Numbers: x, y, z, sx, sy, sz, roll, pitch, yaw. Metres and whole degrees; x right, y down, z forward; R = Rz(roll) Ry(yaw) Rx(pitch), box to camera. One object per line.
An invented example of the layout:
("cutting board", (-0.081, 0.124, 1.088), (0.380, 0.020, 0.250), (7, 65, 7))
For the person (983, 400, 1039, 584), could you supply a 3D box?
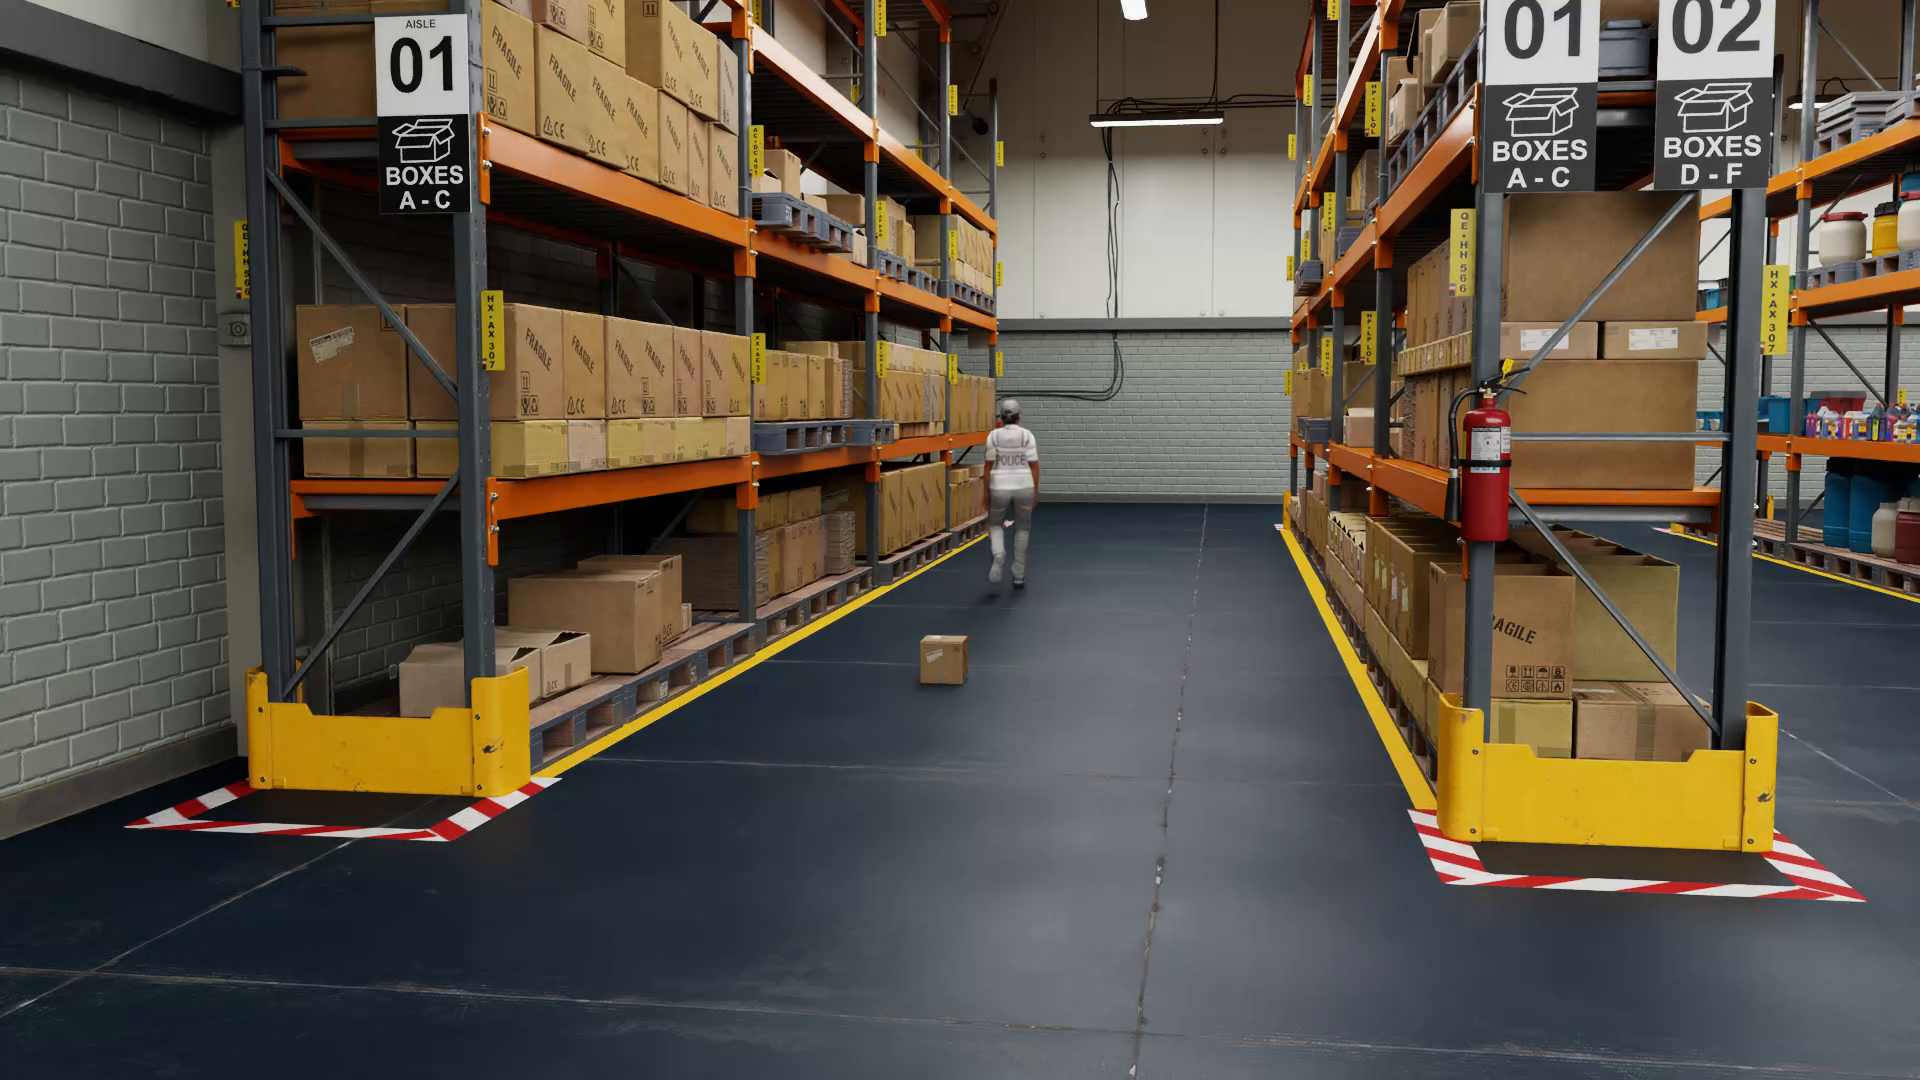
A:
("person", (0.458, -0.424, 14.899), (0.506, 1.655, 0.484), (0, 5, 5))
